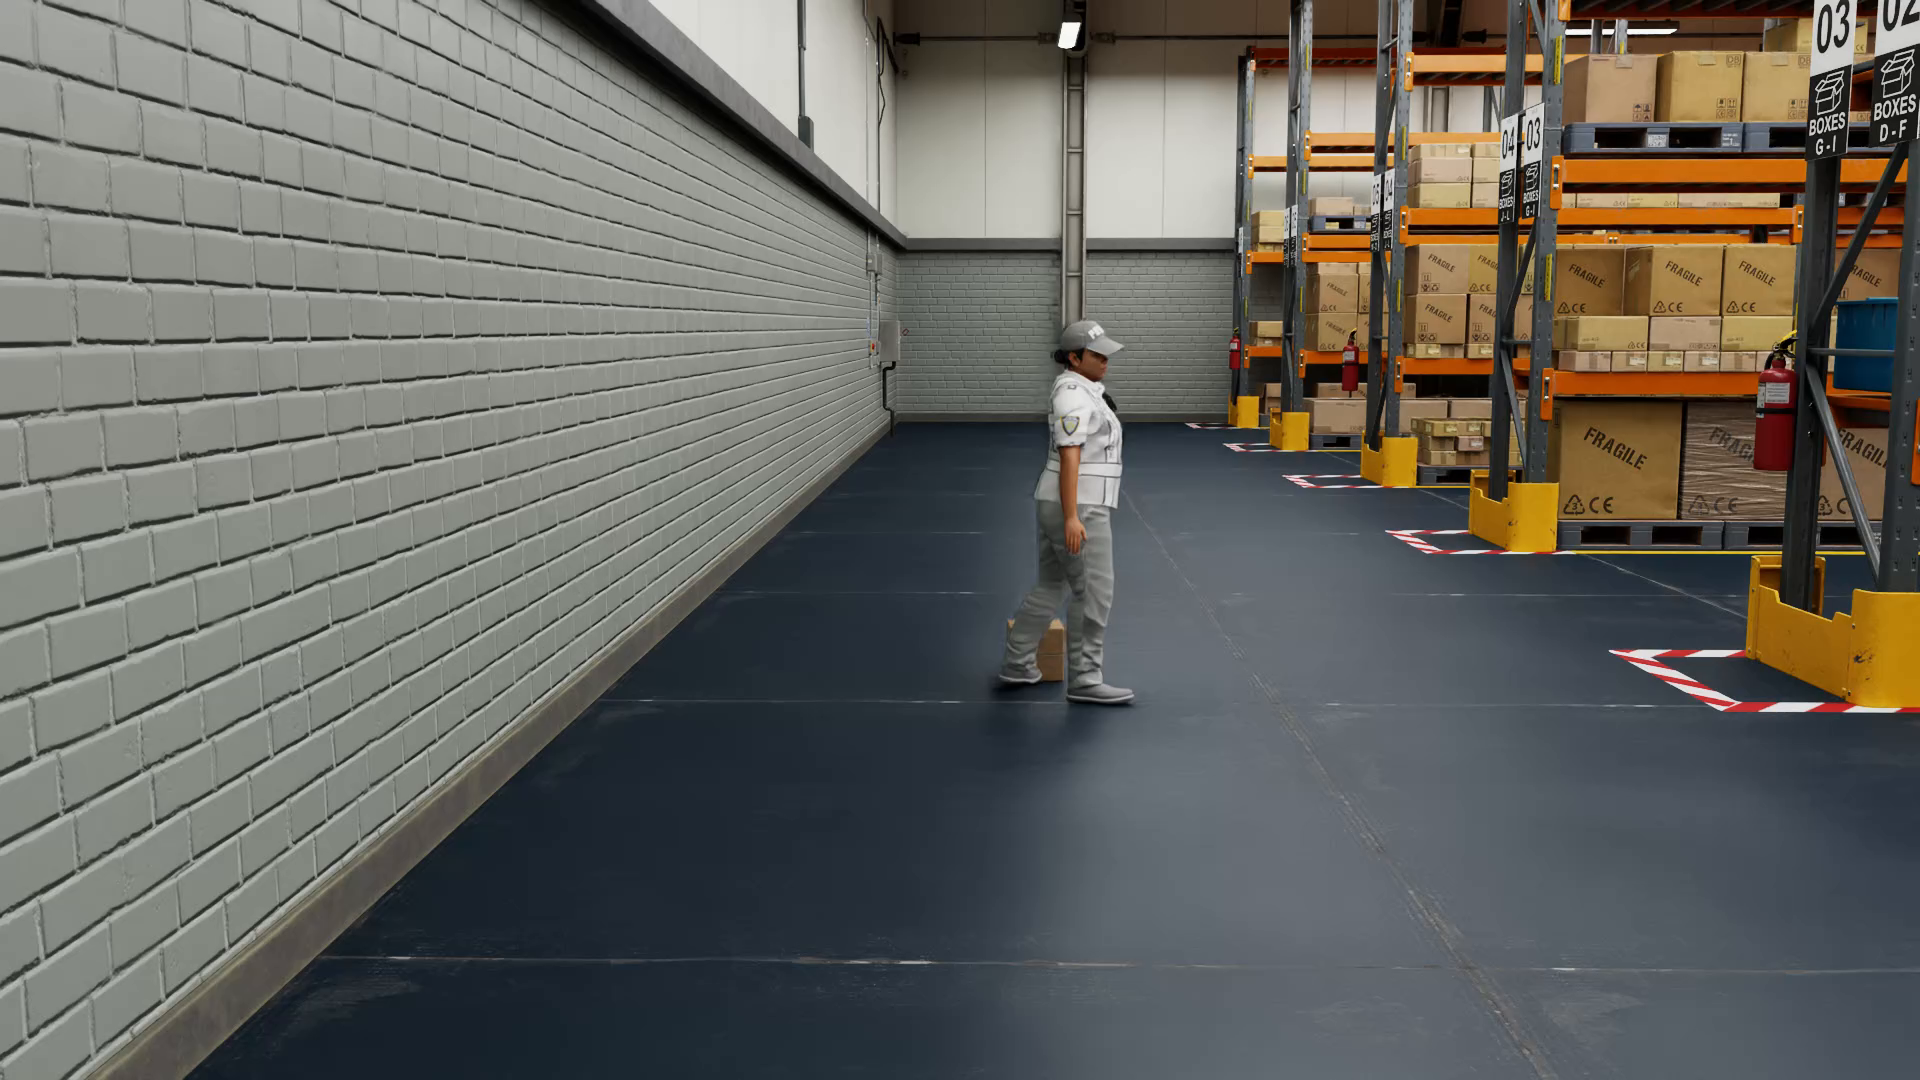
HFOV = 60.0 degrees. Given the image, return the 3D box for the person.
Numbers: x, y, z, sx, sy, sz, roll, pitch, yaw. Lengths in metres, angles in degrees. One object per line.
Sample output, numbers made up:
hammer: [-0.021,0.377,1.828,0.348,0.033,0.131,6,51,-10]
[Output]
person: [0.466,-0.127,7.255,0.596,1.649,0.645,0,7,2]
